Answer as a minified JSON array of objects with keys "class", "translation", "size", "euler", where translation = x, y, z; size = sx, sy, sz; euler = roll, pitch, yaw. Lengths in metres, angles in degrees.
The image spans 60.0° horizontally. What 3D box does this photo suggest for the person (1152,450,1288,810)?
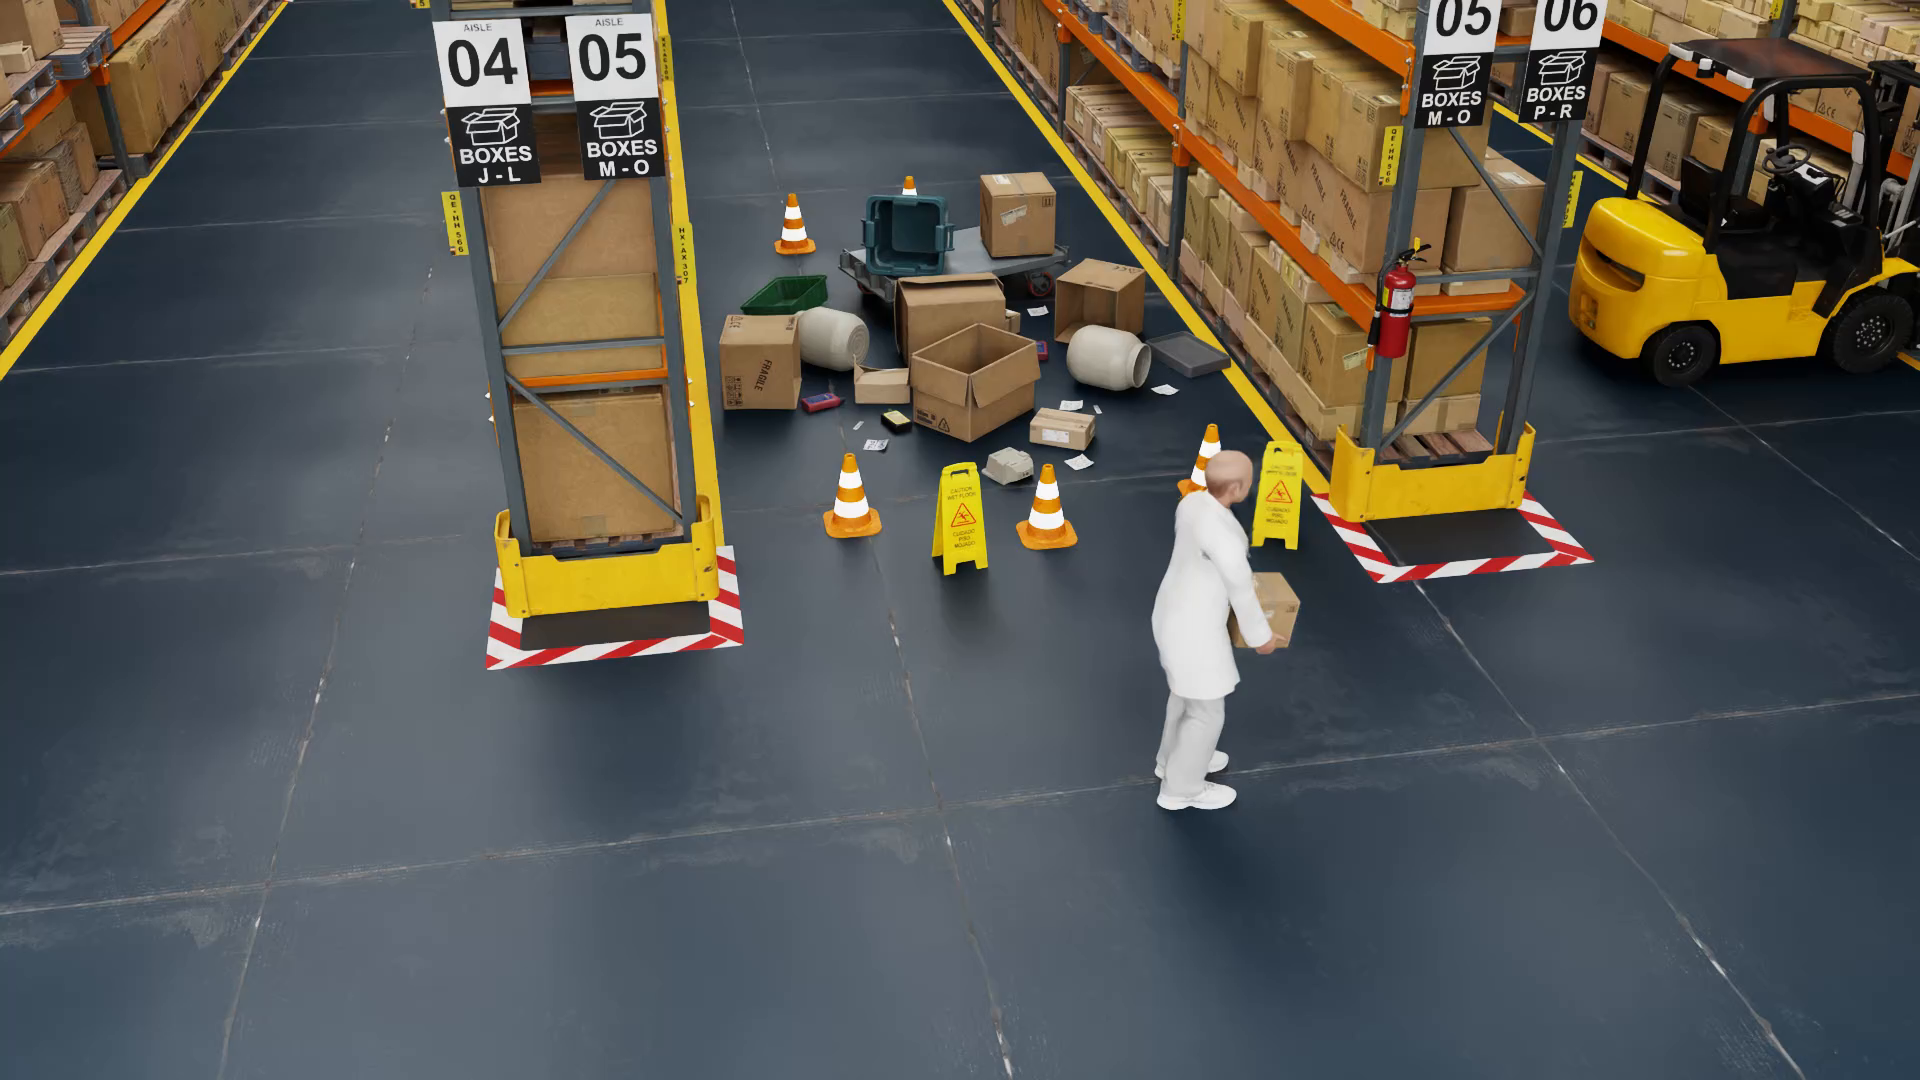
[{"class":"person","translation":[1.157,0.398,7.488],"size":[0.580,1.771,0.530],"euler":[-6,31,-10]}]
